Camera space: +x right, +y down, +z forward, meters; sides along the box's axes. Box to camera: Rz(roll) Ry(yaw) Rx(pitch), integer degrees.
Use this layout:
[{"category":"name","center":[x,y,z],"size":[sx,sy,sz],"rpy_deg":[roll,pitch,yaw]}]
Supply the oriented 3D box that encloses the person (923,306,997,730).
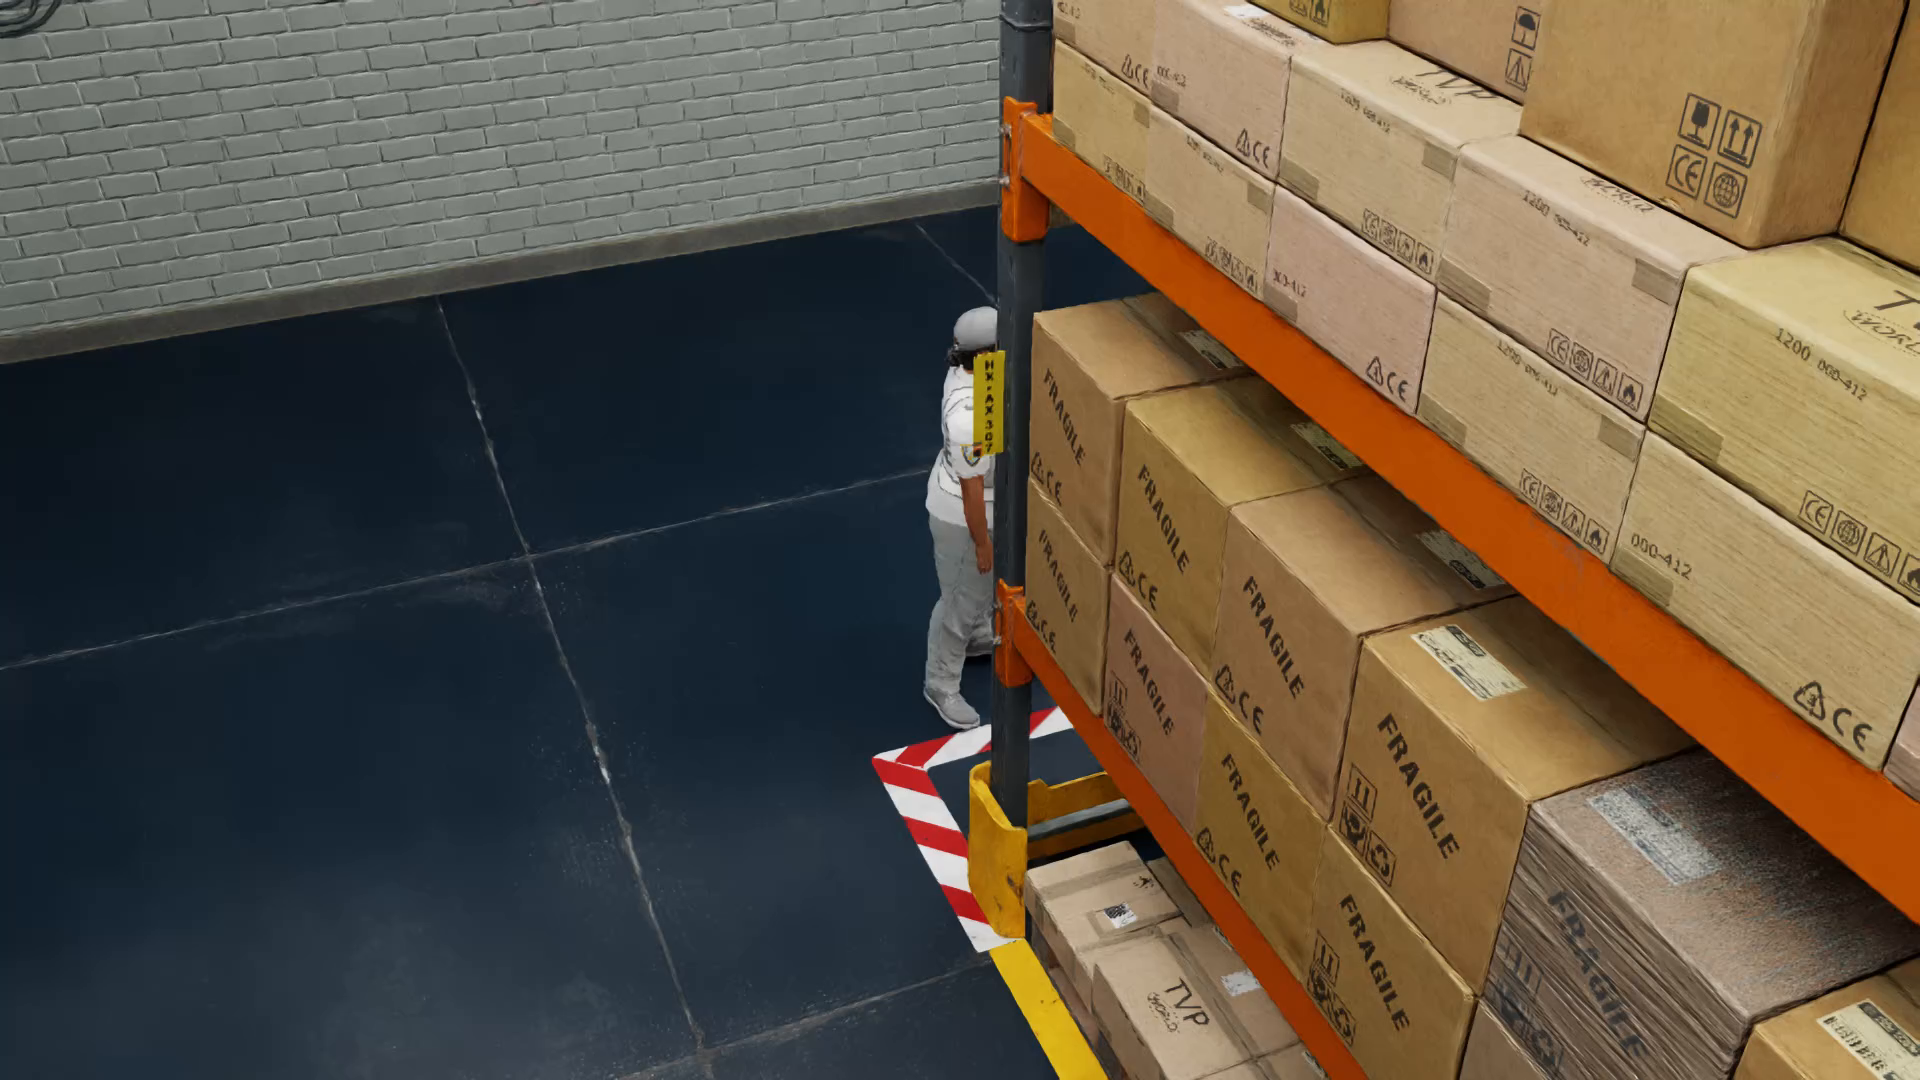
[{"category":"person","center":[0.062,-0.114,6.274],"size":[0.393,1.671,0.608],"rpy_deg":[4,34,6]}]
